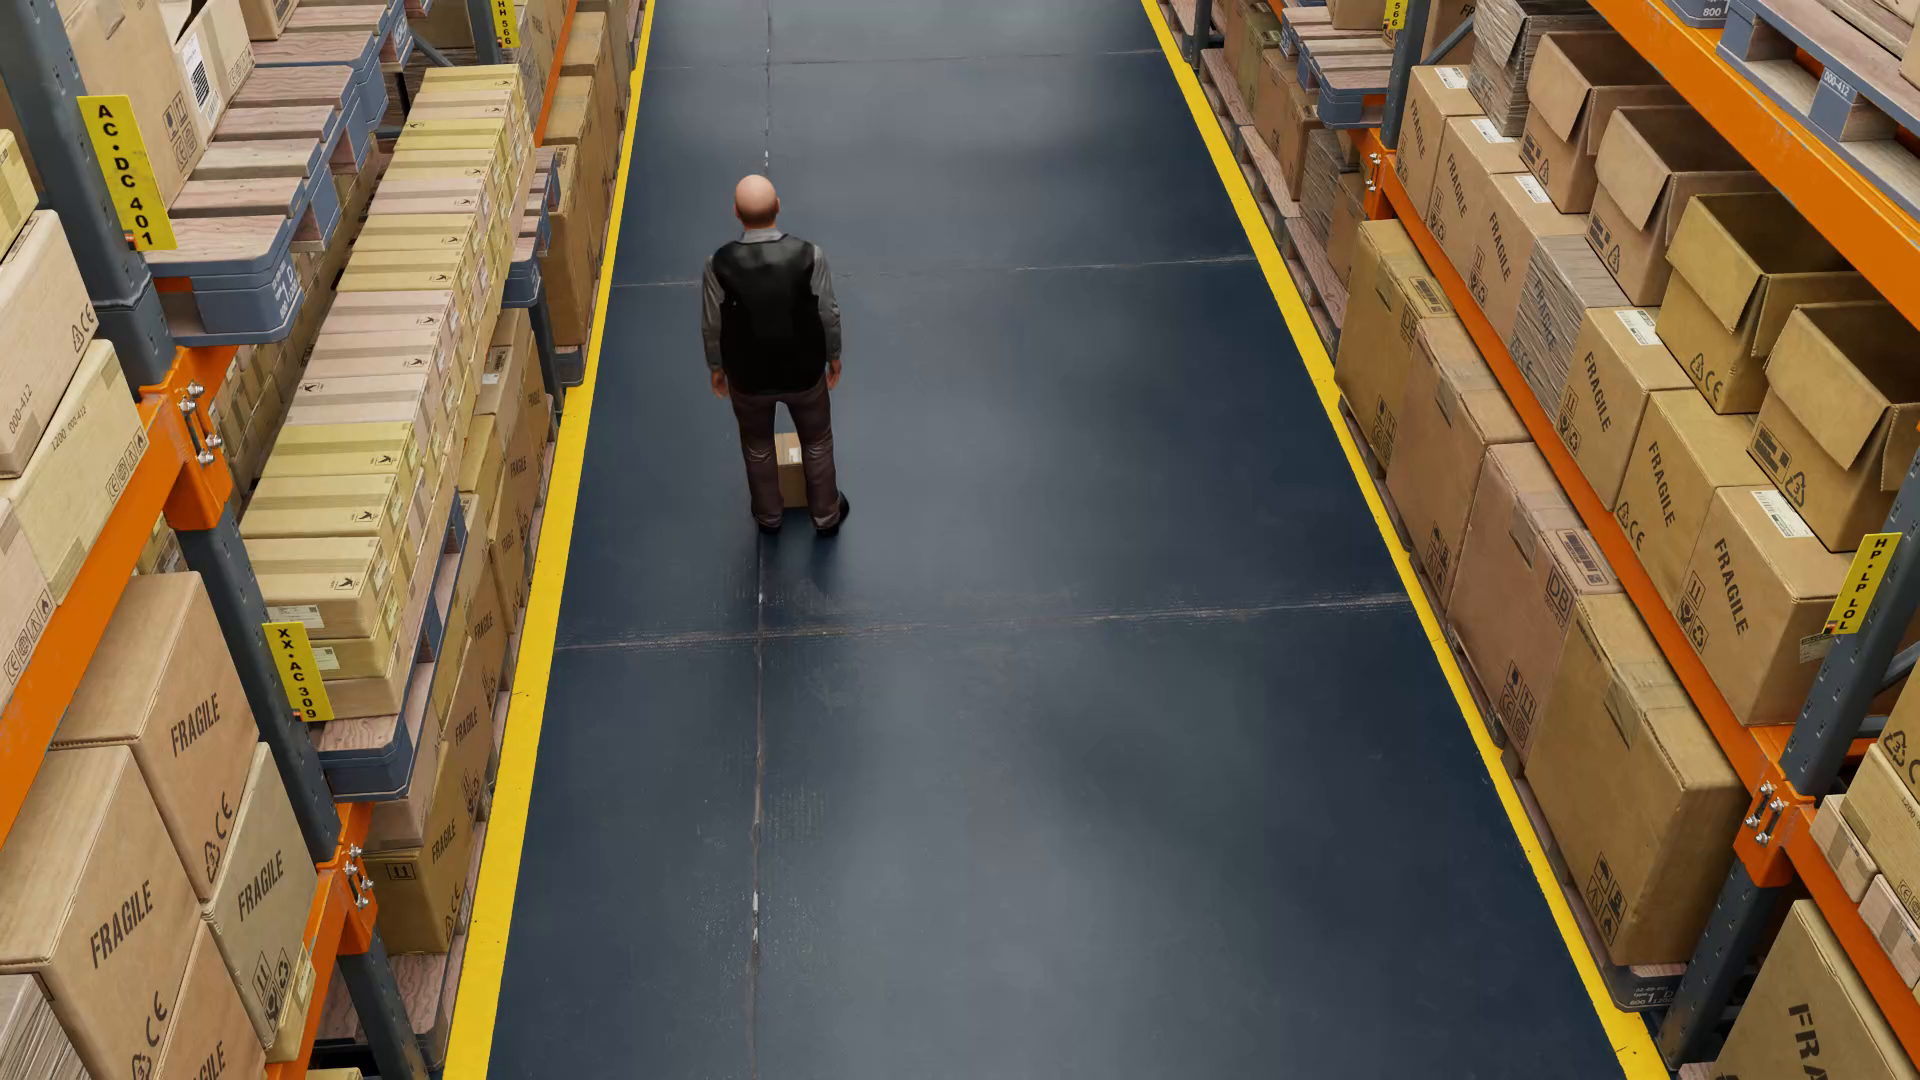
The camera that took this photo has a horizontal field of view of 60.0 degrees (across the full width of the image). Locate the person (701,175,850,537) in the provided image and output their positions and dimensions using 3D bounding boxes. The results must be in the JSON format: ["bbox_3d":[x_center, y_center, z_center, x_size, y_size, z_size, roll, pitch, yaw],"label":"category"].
[{"bbox_3d":[-0.788,-0.735,7.086,0.580,1.719,0.475,-5,39,-6],"label":"person"}]
